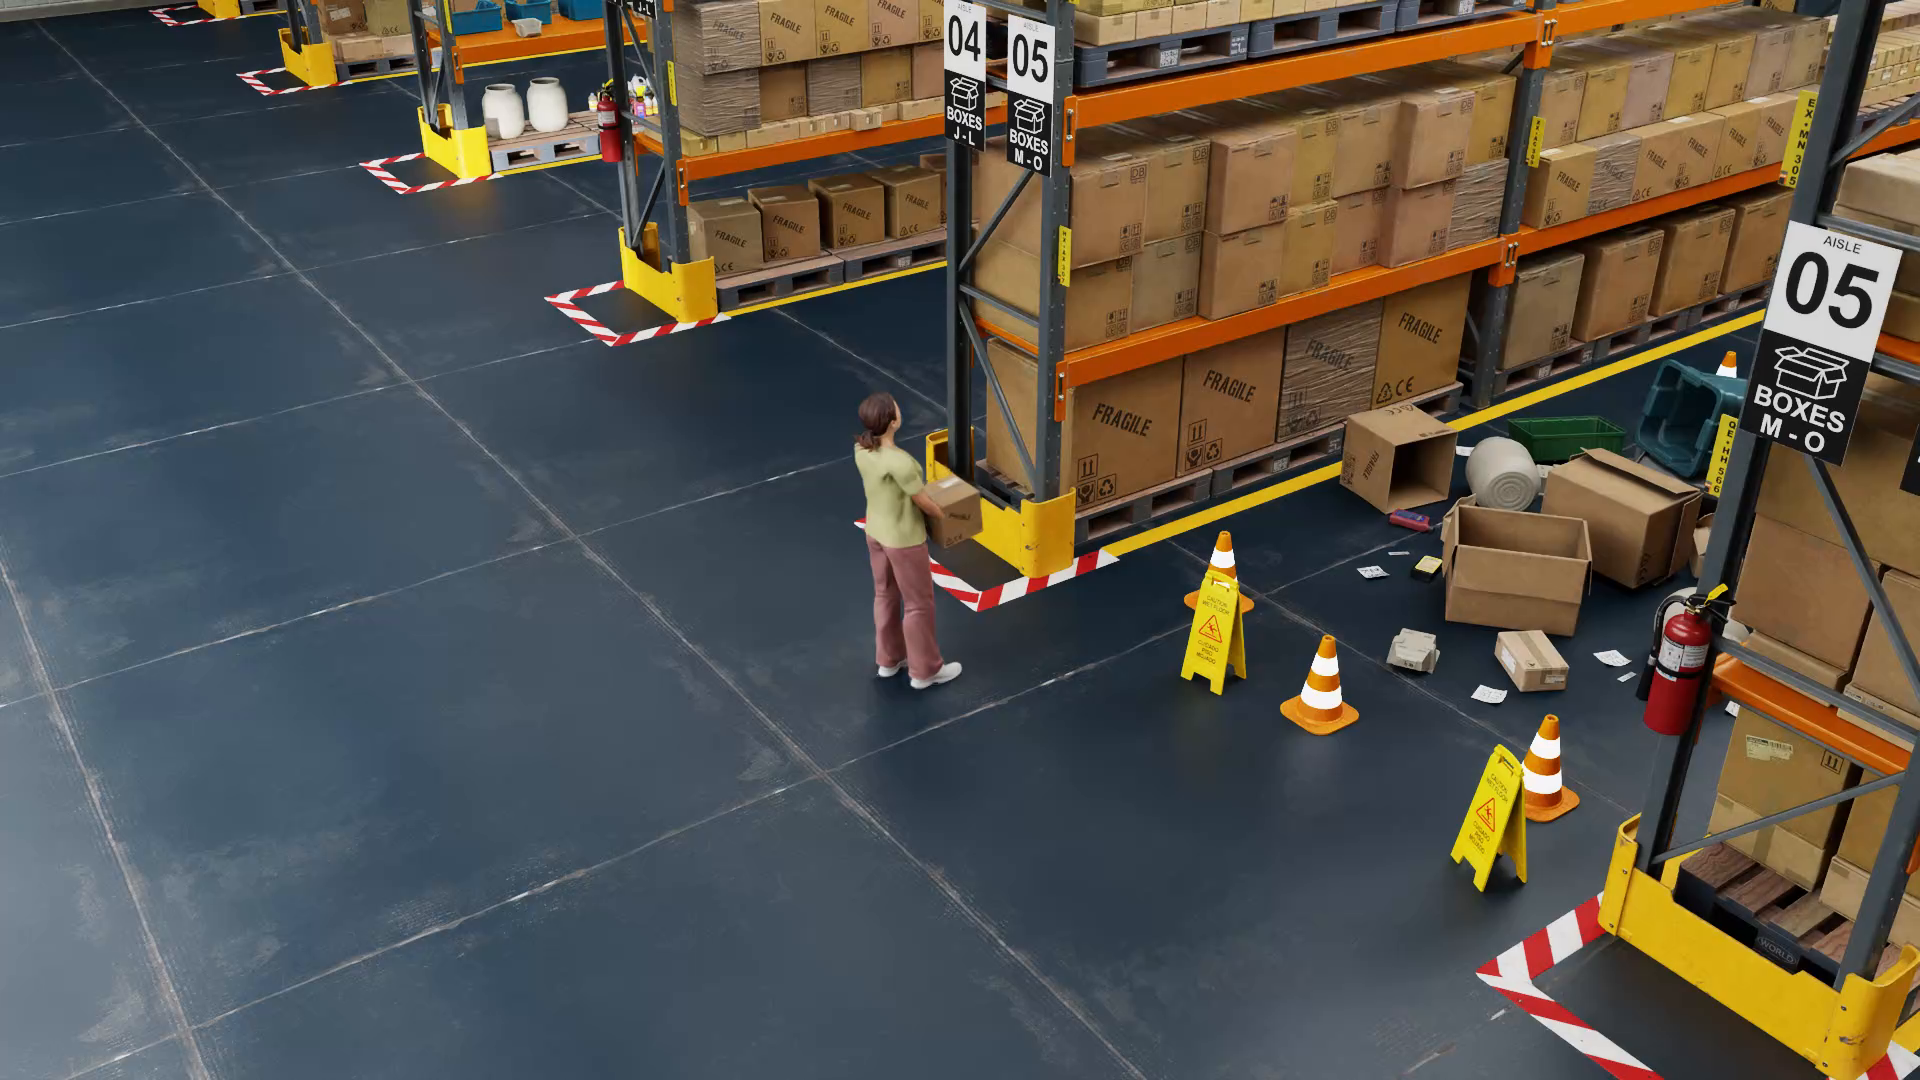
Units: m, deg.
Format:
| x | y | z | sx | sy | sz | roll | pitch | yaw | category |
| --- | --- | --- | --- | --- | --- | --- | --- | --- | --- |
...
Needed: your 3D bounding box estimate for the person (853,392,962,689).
| x | y | z | sx | sy | sz | roll | pitch | yaw | category |
| --- | --- | --- | --- | --- | --- | --- | --- | --- | --- |
| -0.290 | 0.007 | 8.679 | 0.502 | 1.611 | 0.475 | -23 | 36 | -35 | person |
